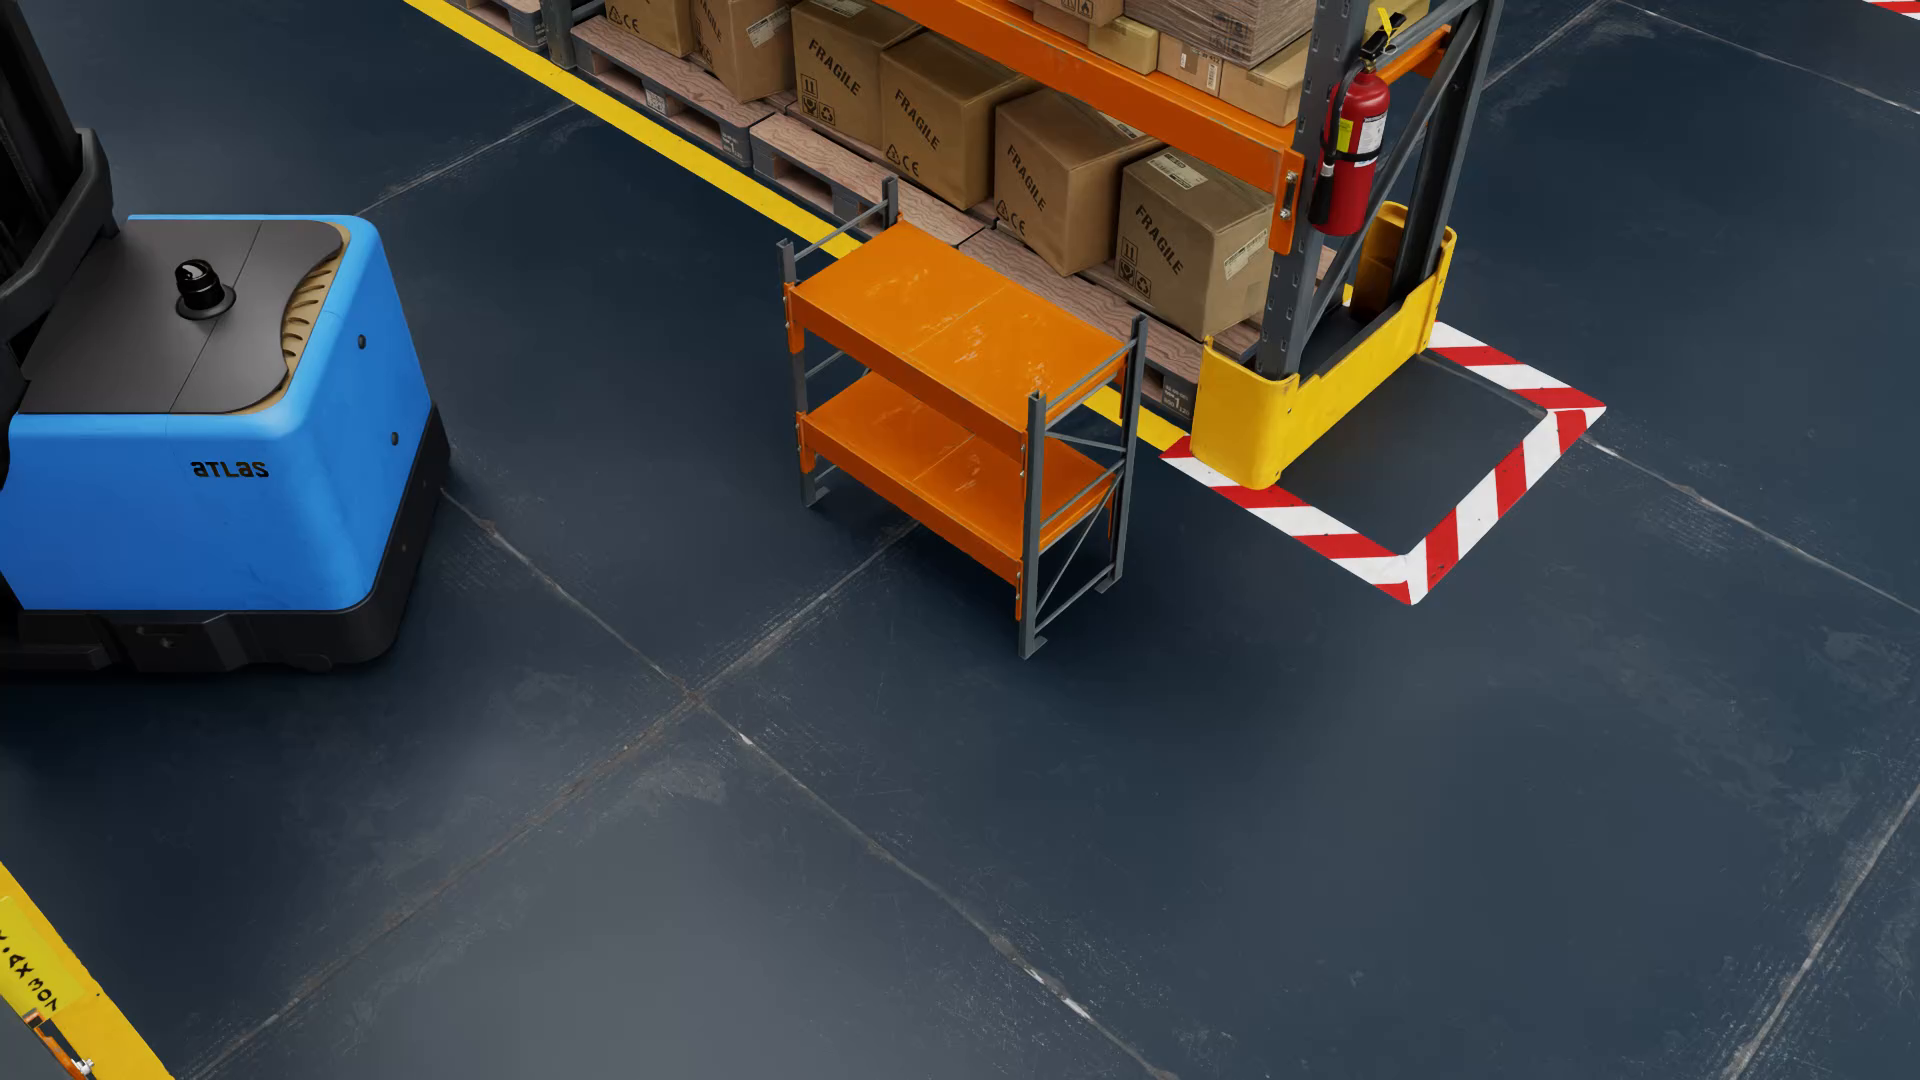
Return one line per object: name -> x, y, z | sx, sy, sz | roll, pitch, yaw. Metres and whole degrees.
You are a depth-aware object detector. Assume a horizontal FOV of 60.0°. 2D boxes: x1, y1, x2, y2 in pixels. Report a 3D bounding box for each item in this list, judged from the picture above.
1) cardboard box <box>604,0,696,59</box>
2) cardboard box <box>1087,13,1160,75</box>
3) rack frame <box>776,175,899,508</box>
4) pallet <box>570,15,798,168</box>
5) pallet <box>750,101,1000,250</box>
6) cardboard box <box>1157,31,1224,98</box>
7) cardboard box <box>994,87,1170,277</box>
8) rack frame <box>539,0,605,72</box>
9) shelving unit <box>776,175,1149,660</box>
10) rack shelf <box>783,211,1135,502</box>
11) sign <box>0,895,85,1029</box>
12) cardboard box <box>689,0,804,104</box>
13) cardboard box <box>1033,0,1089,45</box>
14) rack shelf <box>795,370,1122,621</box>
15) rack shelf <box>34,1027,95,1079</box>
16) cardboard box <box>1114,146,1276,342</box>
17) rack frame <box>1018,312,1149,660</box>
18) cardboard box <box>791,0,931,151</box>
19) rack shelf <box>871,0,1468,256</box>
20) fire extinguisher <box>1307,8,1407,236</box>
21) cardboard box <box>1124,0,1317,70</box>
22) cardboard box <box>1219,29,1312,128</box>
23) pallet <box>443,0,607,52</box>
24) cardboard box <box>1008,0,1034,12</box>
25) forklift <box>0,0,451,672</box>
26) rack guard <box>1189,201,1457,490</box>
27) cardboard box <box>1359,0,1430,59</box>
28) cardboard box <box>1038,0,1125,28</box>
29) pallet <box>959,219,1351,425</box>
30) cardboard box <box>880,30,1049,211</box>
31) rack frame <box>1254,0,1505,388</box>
cardboard box -> -1.285, -2.592, 7.552 | 0.500, 0.500, 0.500 | 32, 55, 27
cardboard box -> 0.636, -1.709, 5.470 | 0.250, 0.149, 0.380 | 34, 55, 28
rack frame -> -0.379, -0.640, 5.579 | 0.032, 1.125, 0.500 | 34, 55, 28
pallet -> -1.035, -2.255, 7.723 | 1.213, 0.211, 1.003 | 34, 55, 28
pallet -> -0.134, -1.652, 7.156 | 1.213, 0.211, 1.003 | 34, 55, 28
cardboard box -> 0.854, -1.613, 5.380 | 0.250, 0.149, 0.380 | 34, 55, 28
cardboard box -> 0.477, -1.428, 6.460 | 0.500, 0.500, 0.500 | -25, 52, -21
rack frame -> -1.552, -3.523, 7.000 | 0.127, 3.000, 1.000 | 34, 55, 28
shelving unit -> -0.005, -0.388, 5.343 | 1.048, 1.125, 0.538 | 34, 55, 28
rack shelf -> -0.005, -0.589, 5.130 | 1.000, 0.278, 0.538 | 34, 55, 28
sign -> -1.596, 0.721, 2.826 | 0.005, 0.325, 0.100 | 34, 55, 28
cardboard box -> -0.859, -2.313, 7.290 | 0.500, 0.500, 0.500 | -22, 51, -19
cardboard box -> 0.463, -1.841, 5.594 | 0.250, 0.149, 0.380 | 34, 55, 28
rack shelf -> -0.005, -0.221, 5.521 | 1.000, 0.278, 0.538 | 34, 55, 28
rack shelf -> -3.442, 0.366, 3.843 | 4.000, 0.370, 1.077 | 34, 55, 28
cardboard box -> 0.940, -1.151, 6.200 | 0.500, 0.500, 0.500 | -28, 53, -24
rack frame -> 0.369, -0.137, 5.107 | 0.032, 1.125, 0.500 | 34, 55, 28
cardboard box -> -0.350, -2.048, 7.042 | 0.500, 0.500, 0.500 | 29, 53, 25
rack shelf -> -0.083, -2.288, 6.334 | 4.000, 0.370, 1.077 | 34, 55, 28
fire extinguisher -> 1.159, -1.215, 4.886 | 0.183, 0.674, 0.296 | 34, 55, 28
cardboard box -> 1.002, -1.968, 5.267 | 0.500, 0.500, 0.875 | 34, 55, 28
cardboard box -> 1.038, -1.489, 5.263 | 0.250, 0.149, 0.380 | 34, 55, 28
pallet -> -2.125, -2.952, 8.377 | 1.213, 0.211, 1.003 | 34, 55, 28
cardboard box -> 0.307, -1.987, 5.730 | 0.250, 0.149, 0.380 | 34, 55, 28
forklift -> -3.334, -0.950, 4.631 | 3.031, 2.935, 1.130 | 0, 47, 0
rack guard -> 1.331, -0.727, 6.090 | 0.348, 0.500, 1.175 | 34, 55, 28
cardboard box -> 1.339, -1.728, 5.487 | 0.250, 0.149, 0.380 | 34, 55, 28
cardboard box -> 0.553, -2.151, 5.439 | 0.500, 0.500, 0.875 | 34, 55, 28
pallet -> 0.758, -1.049, 6.590 | 1.213, 0.211, 1.003 | 34, 55, 28
cardboard box -> 0.030, -1.748, 6.760 | 0.500, 0.500, 0.500 | -33, 55, -27
rack frame -> 1.387, -1.545, 5.143 | 0.127, 3.000, 1.000 | 34, 55, 28
